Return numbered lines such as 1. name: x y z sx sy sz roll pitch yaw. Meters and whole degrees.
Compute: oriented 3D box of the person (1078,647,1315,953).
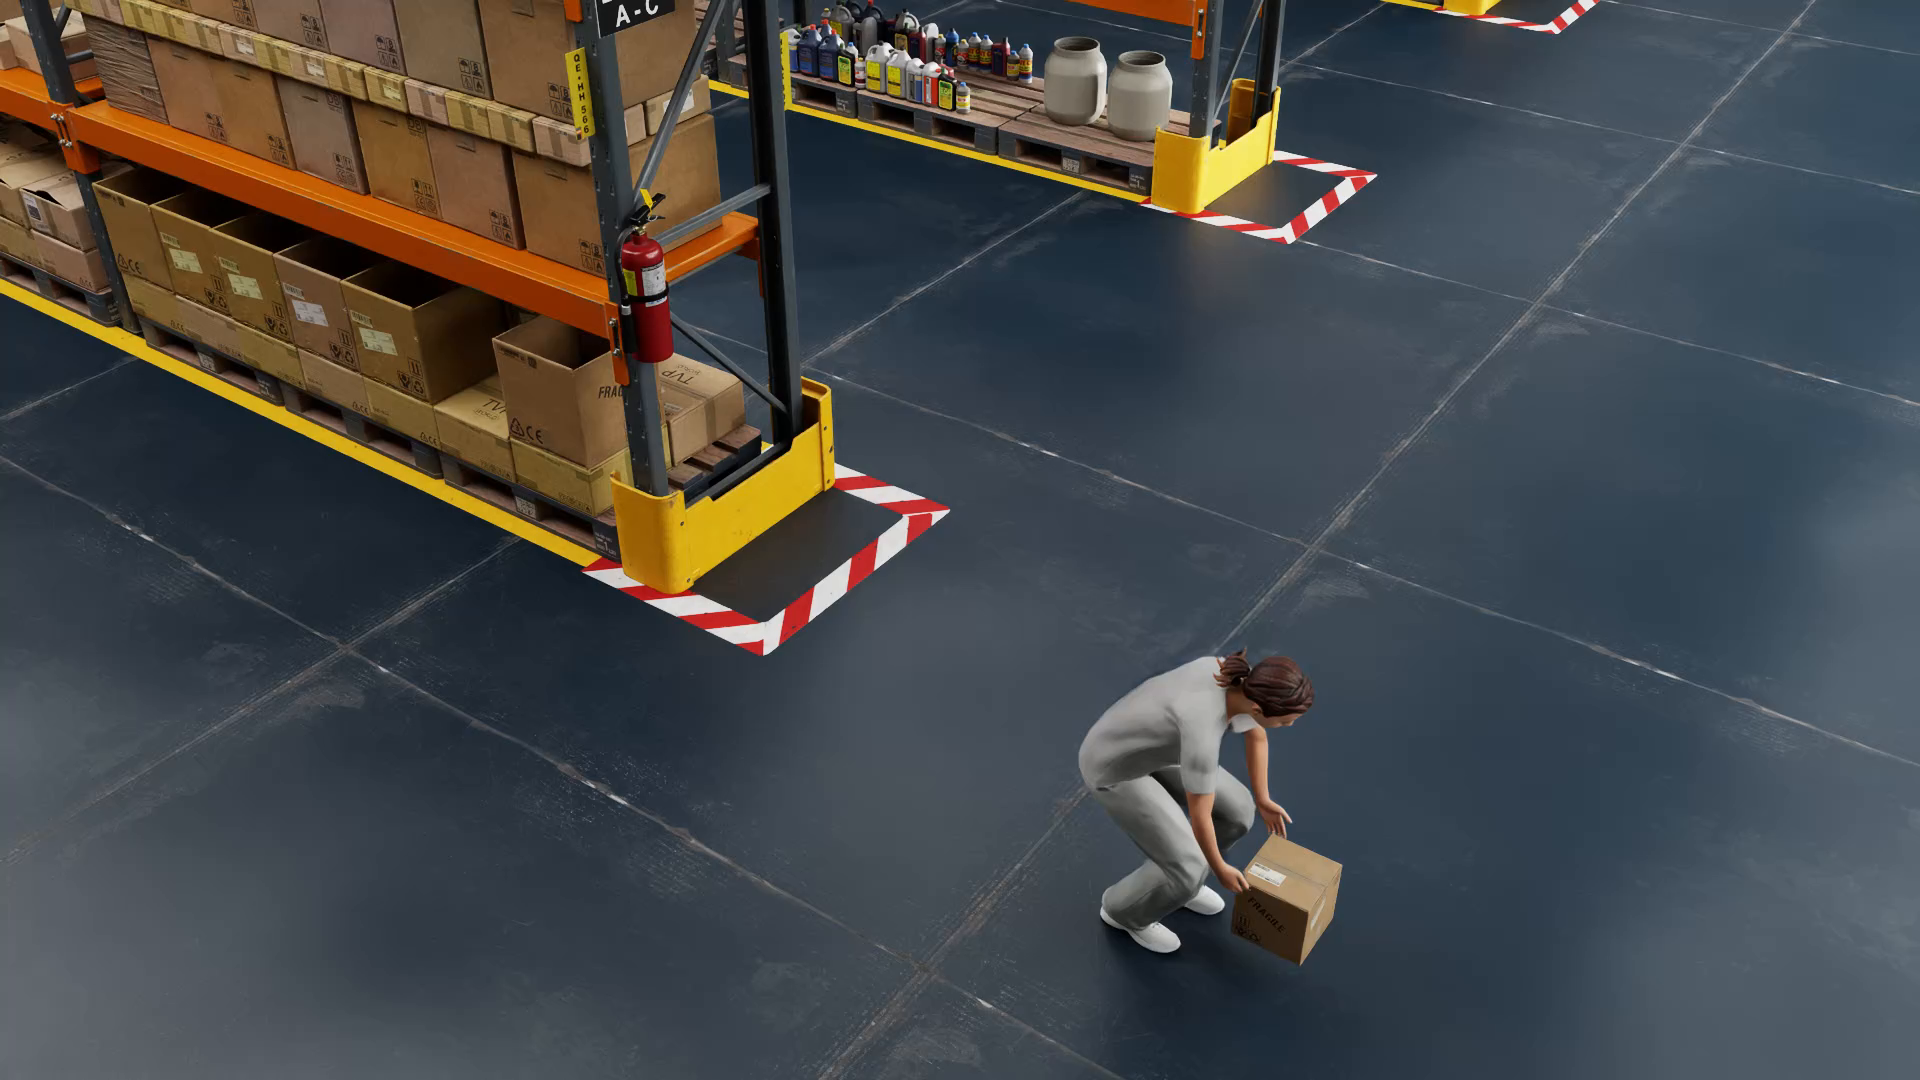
1. person: 0.751 0.789 5.407 0.716 1.221 0.496 22 40 28
